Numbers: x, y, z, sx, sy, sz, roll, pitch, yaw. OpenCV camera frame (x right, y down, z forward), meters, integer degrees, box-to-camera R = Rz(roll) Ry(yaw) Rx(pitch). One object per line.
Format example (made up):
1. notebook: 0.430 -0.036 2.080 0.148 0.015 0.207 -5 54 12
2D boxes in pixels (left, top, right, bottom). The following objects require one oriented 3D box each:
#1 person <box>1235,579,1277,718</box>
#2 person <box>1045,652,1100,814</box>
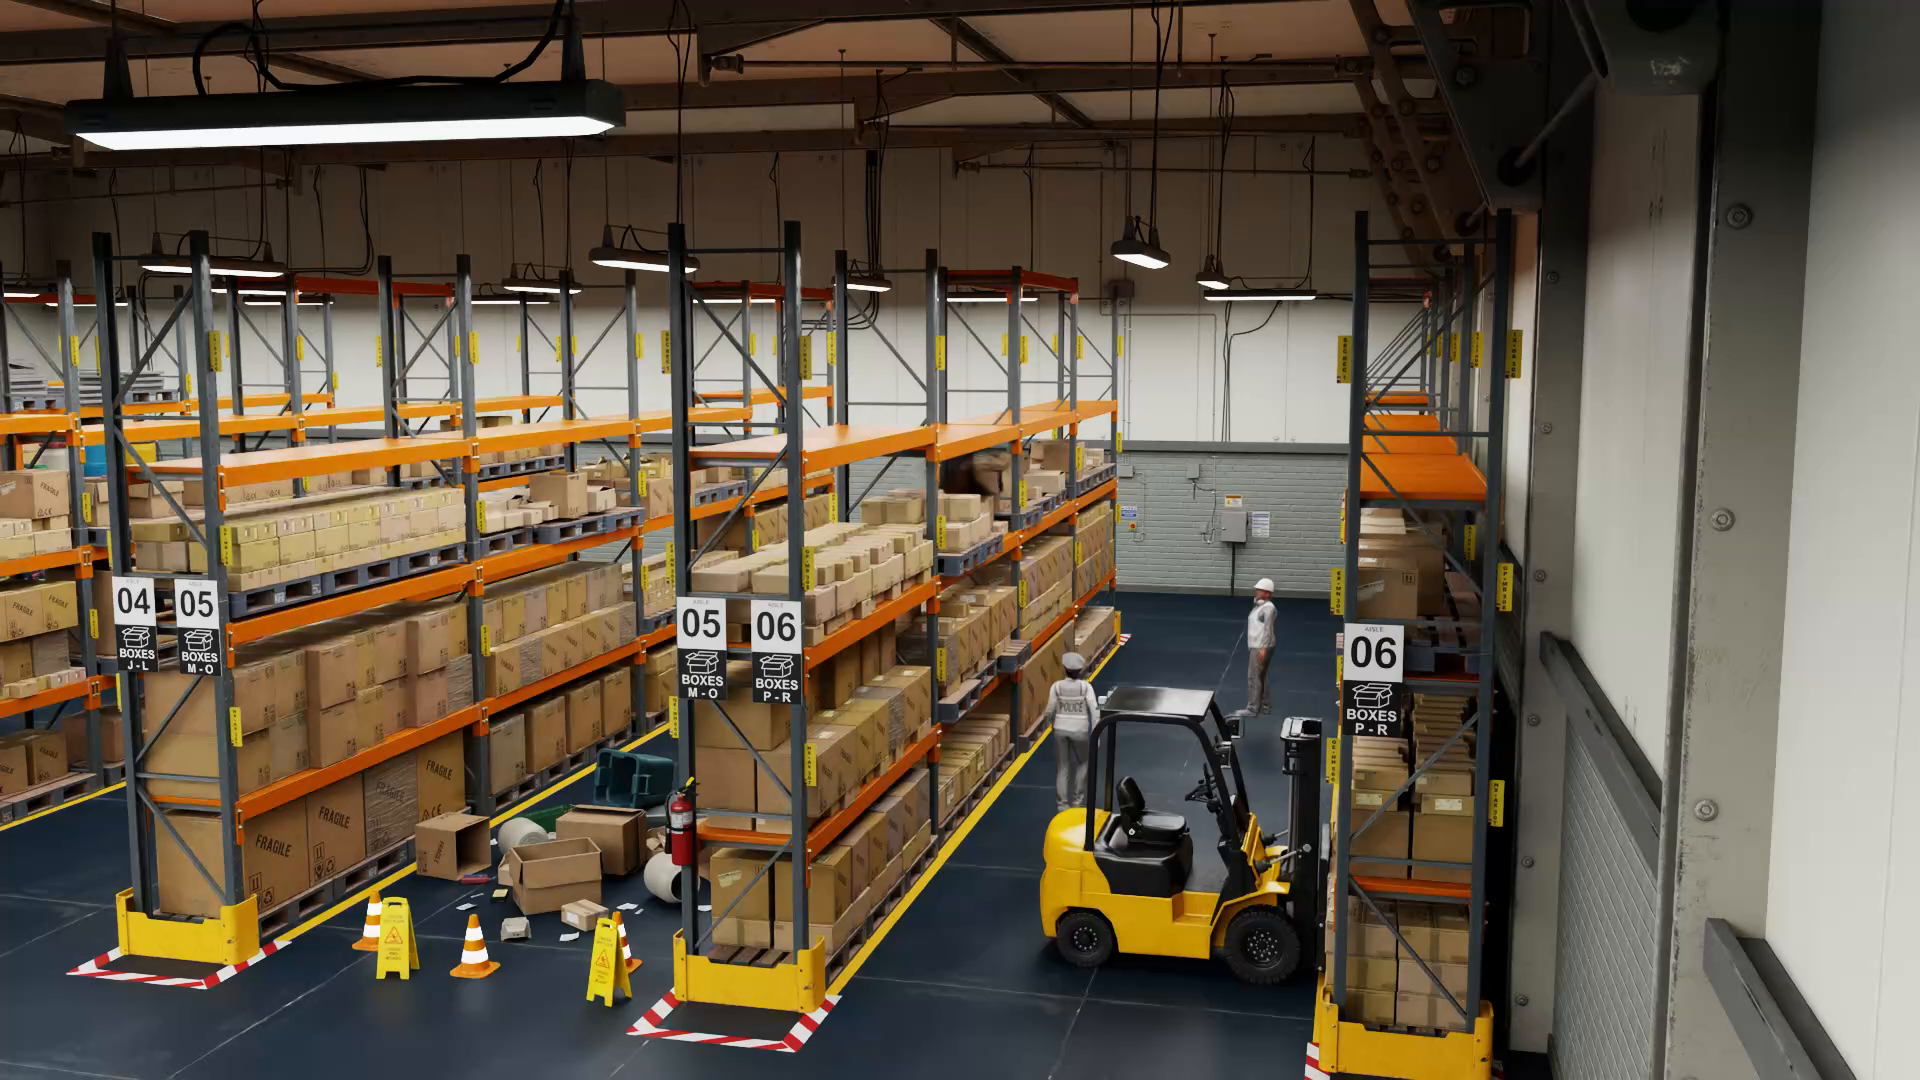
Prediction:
1. person: 3.856 1.379 21.513 0.491 1.767 0.585 2 7 19
2. person: 1.162 2.031 17.132 0.596 1.771 0.643 2 7 18
